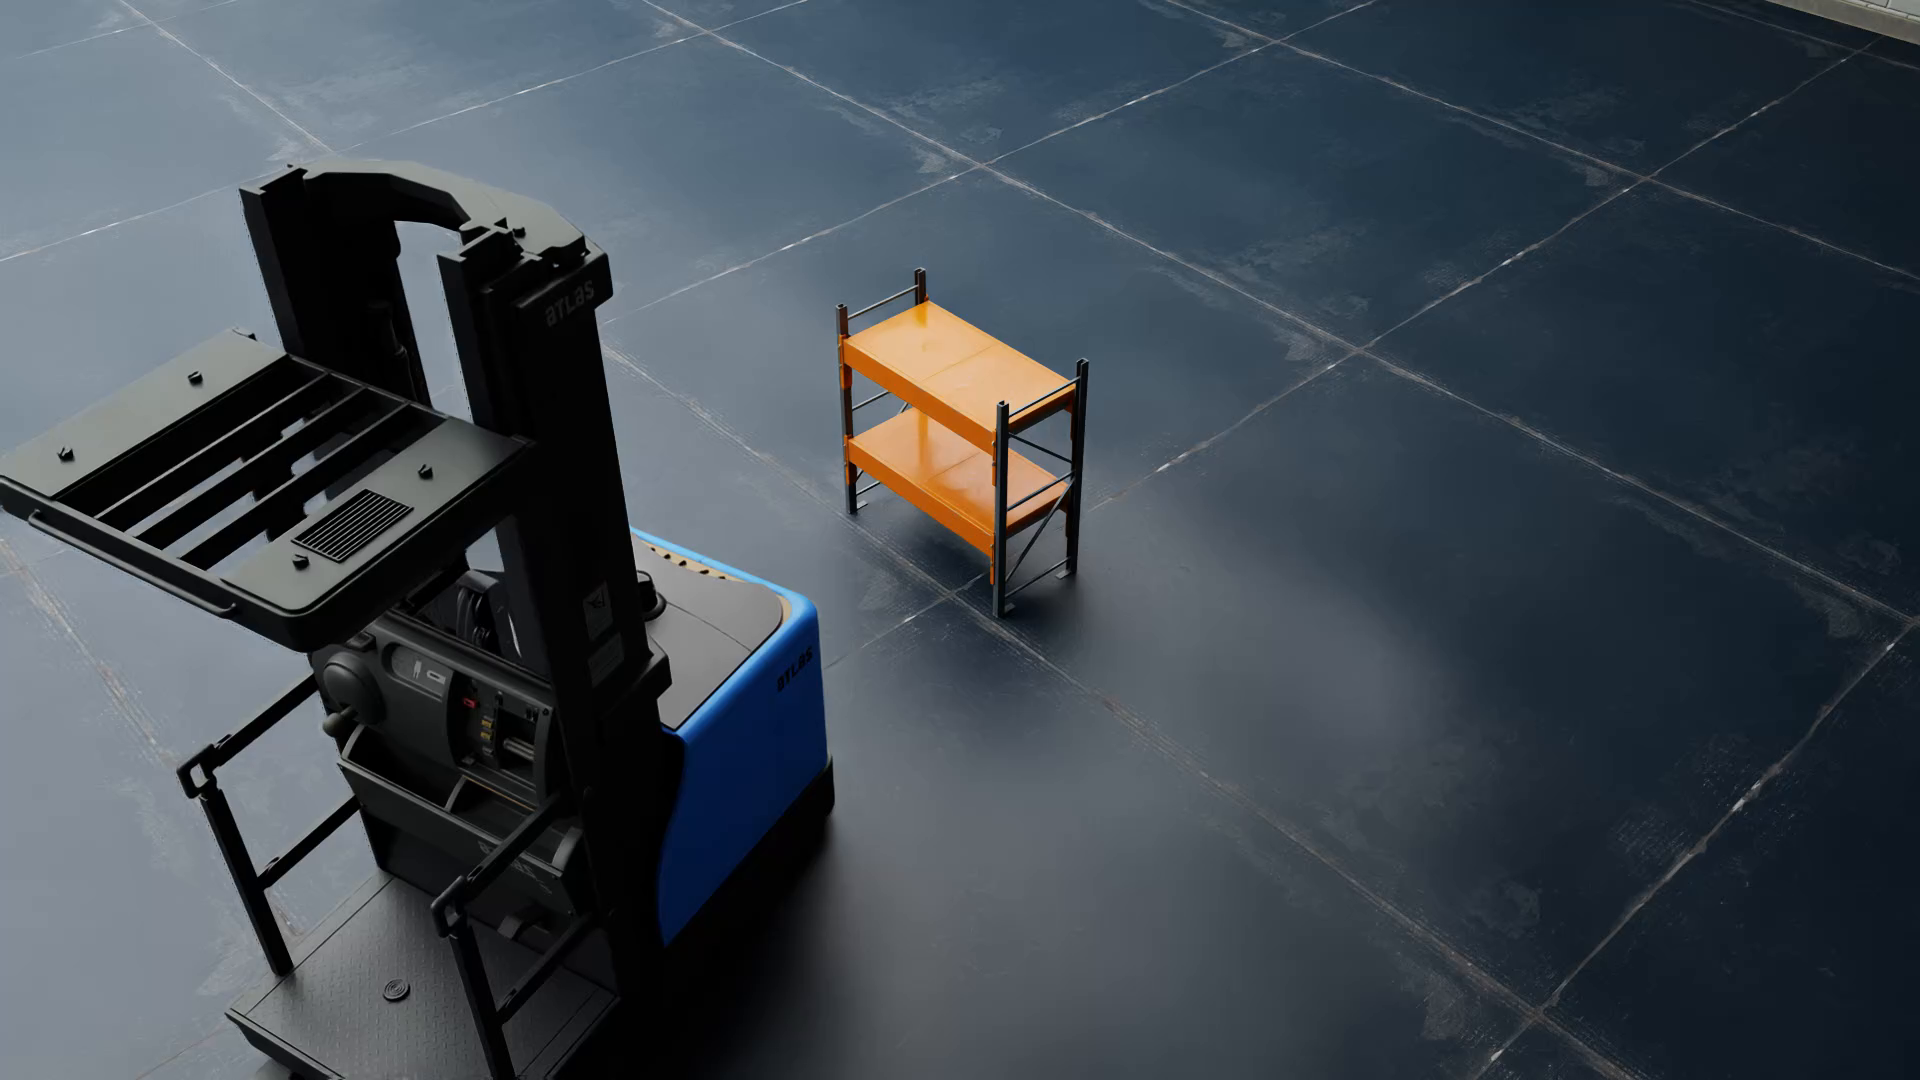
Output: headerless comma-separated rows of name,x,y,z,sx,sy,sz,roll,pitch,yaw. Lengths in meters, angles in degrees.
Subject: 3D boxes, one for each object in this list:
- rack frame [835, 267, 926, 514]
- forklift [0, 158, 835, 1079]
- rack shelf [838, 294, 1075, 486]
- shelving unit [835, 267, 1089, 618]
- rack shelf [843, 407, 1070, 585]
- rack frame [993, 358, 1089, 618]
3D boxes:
rack frame,-0.348,-0.676,7.692,0.500,1.125,0.032,-30,48,-32
forklift,-1.657,0.553,4.732,1.130,2.935,3.031,20,43,23
rack shelf,-0.005,-0.668,7.217,0.538,0.278,1.000,-30,48,-32
shelving unit,-0.005,-0.441,7.400,0.538,1.125,1.048,-30,48,-32
rack shelf,-0.005,-0.251,7.554,0.538,0.278,1.000,-30,48,-32
rack frame,0.339,-0.205,7.109,0.500,1.125,0.032,-30,48,-32
